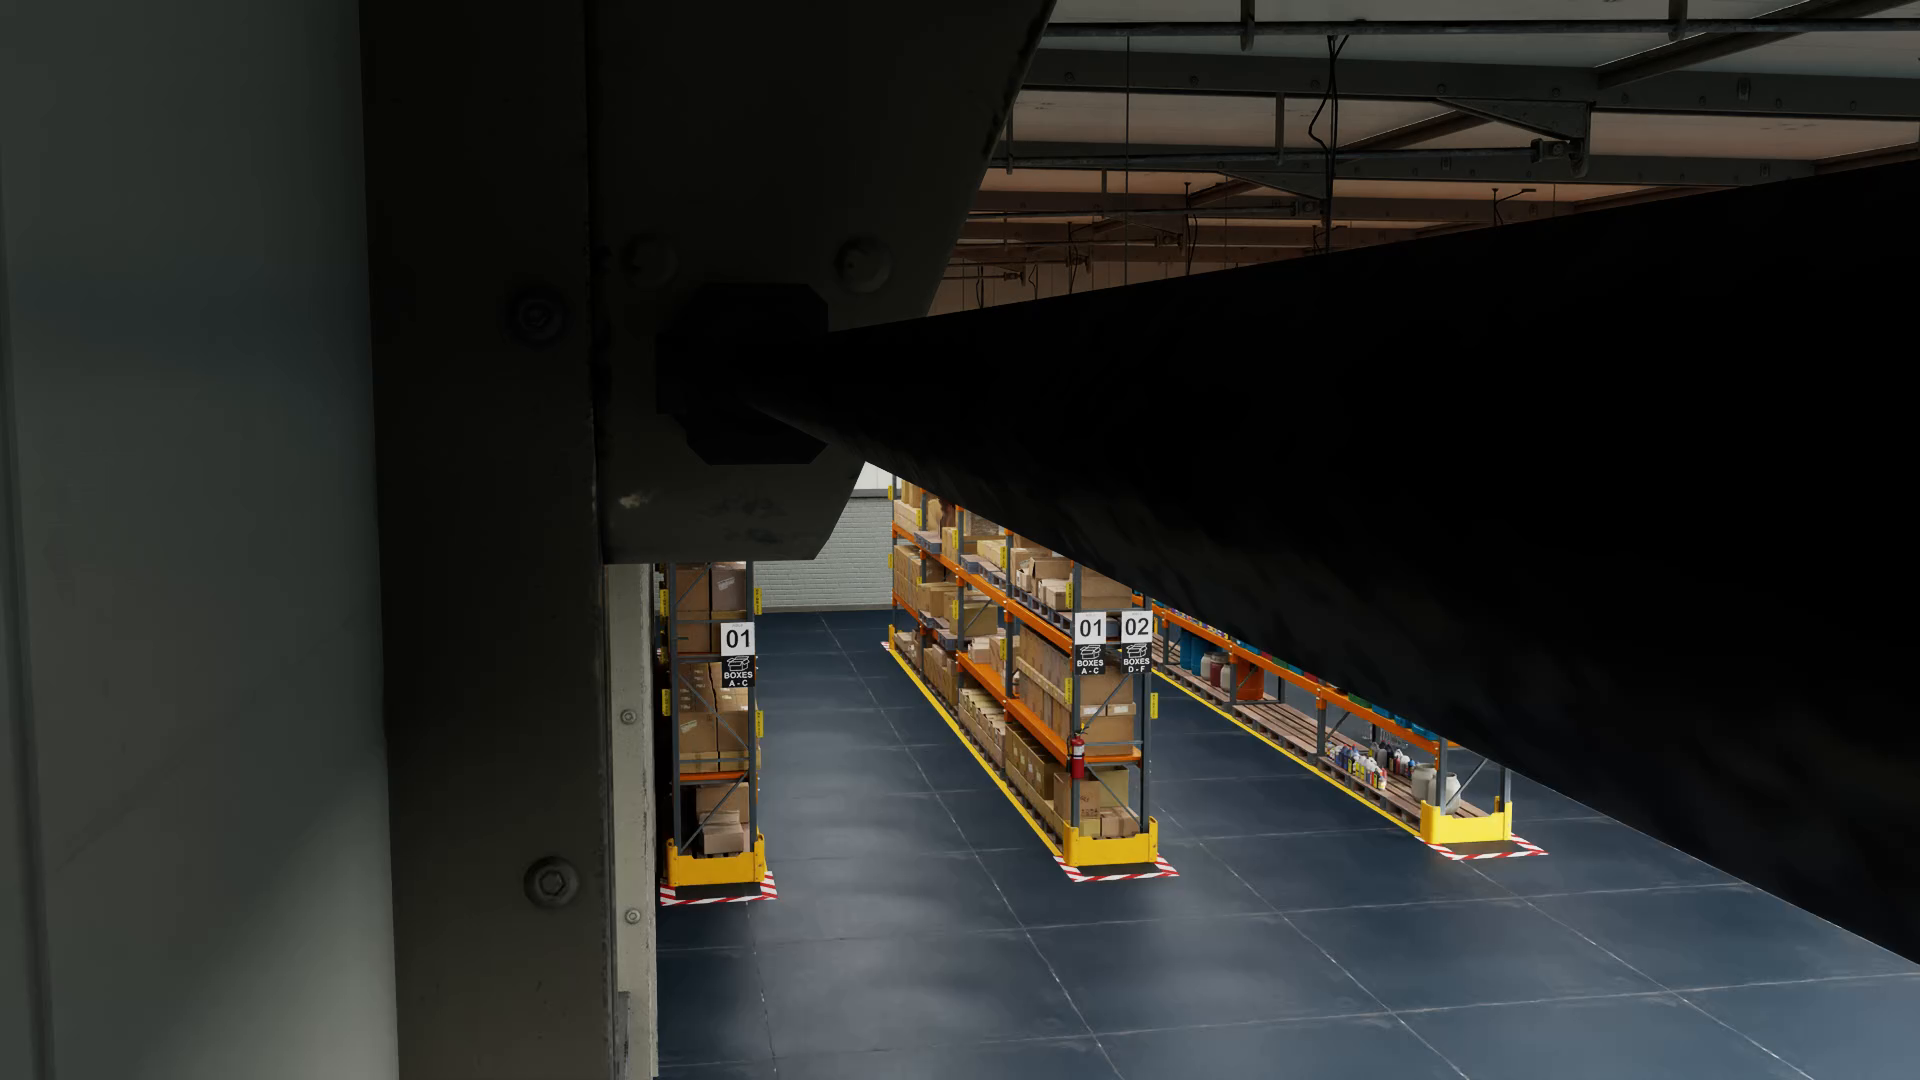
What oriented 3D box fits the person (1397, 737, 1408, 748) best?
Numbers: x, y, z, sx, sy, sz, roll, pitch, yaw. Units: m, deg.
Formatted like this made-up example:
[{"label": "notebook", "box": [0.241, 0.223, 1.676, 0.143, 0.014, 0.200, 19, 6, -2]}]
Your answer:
[{"label": "person", "box": [7.386, 2.815, 26.827, 0.542, 1.225, 0.926, -1, 6, -13]}]
